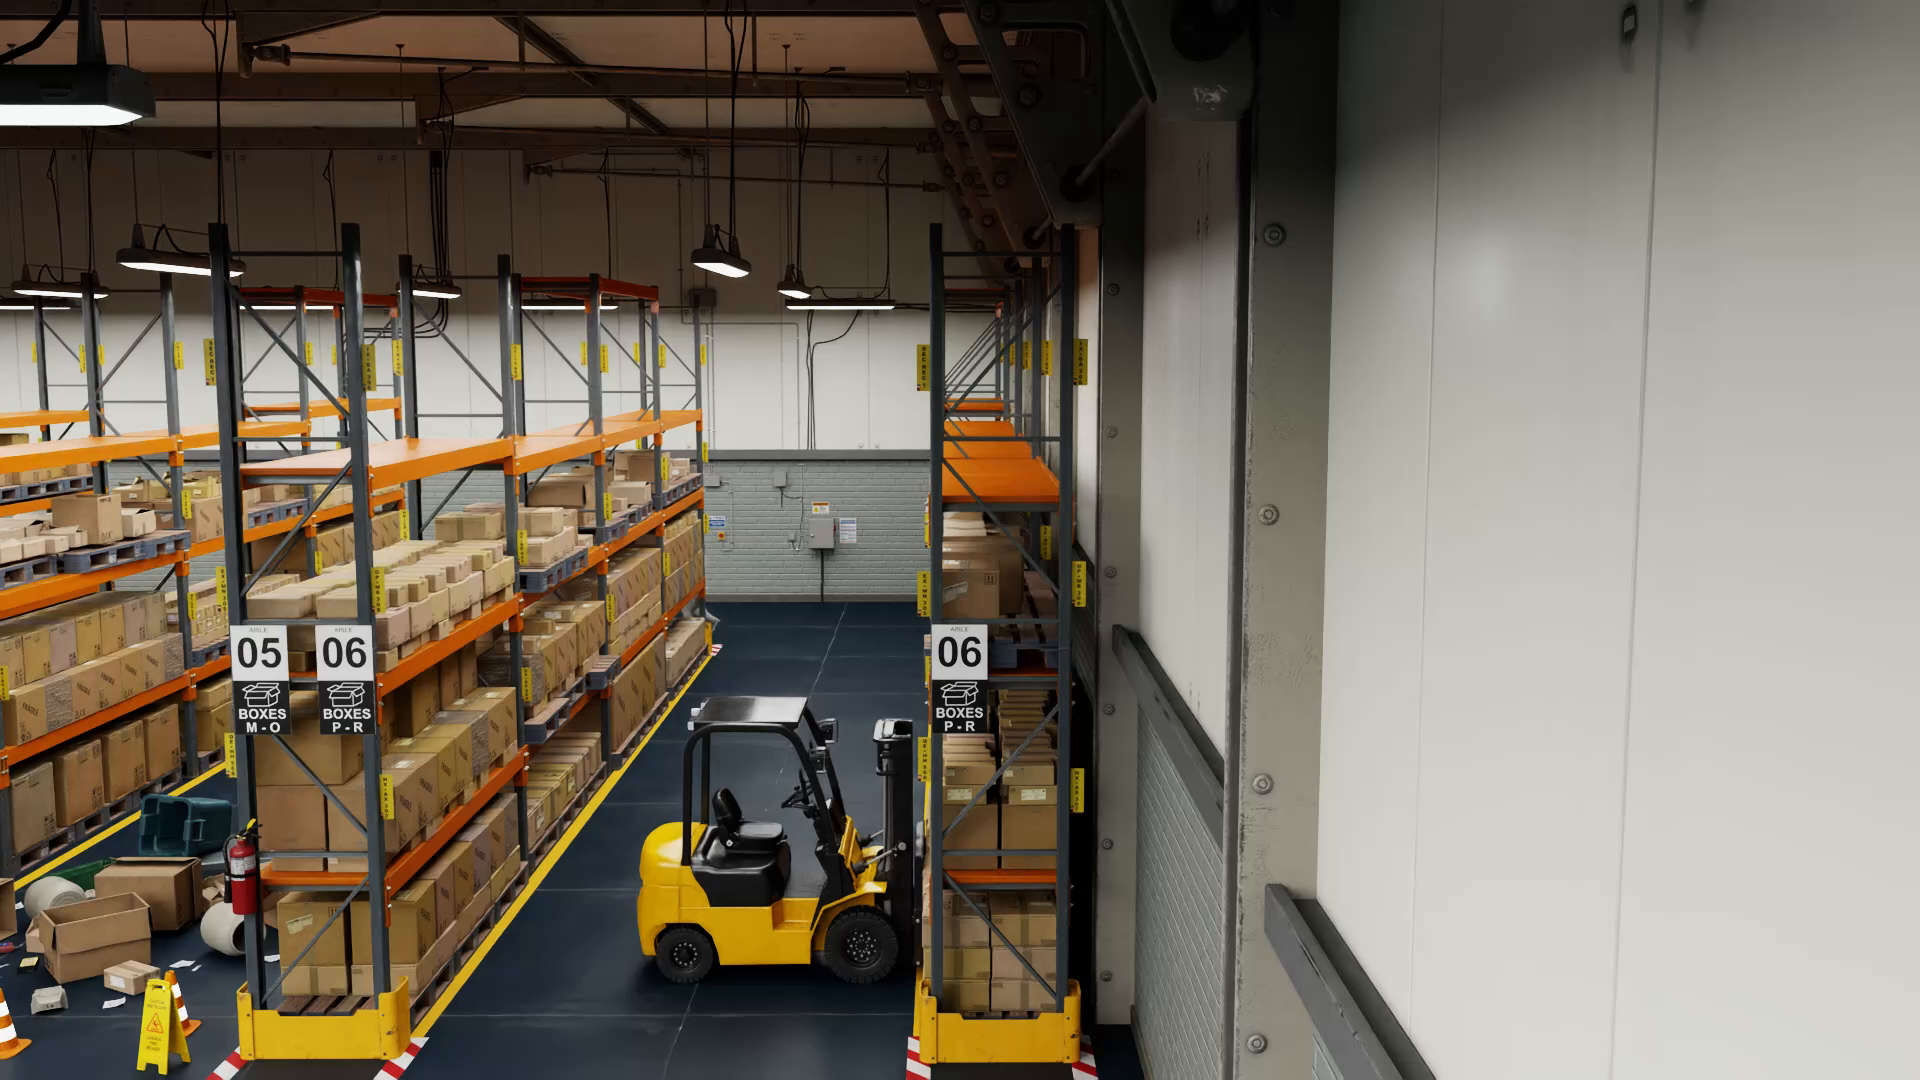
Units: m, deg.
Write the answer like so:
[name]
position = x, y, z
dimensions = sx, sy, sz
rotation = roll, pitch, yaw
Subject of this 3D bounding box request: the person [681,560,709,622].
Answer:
[person]
position = -4.689, 0.873, 29.379
dimensions = 0.635, 1.757, 0.600
rotation = -4, 8, -31
